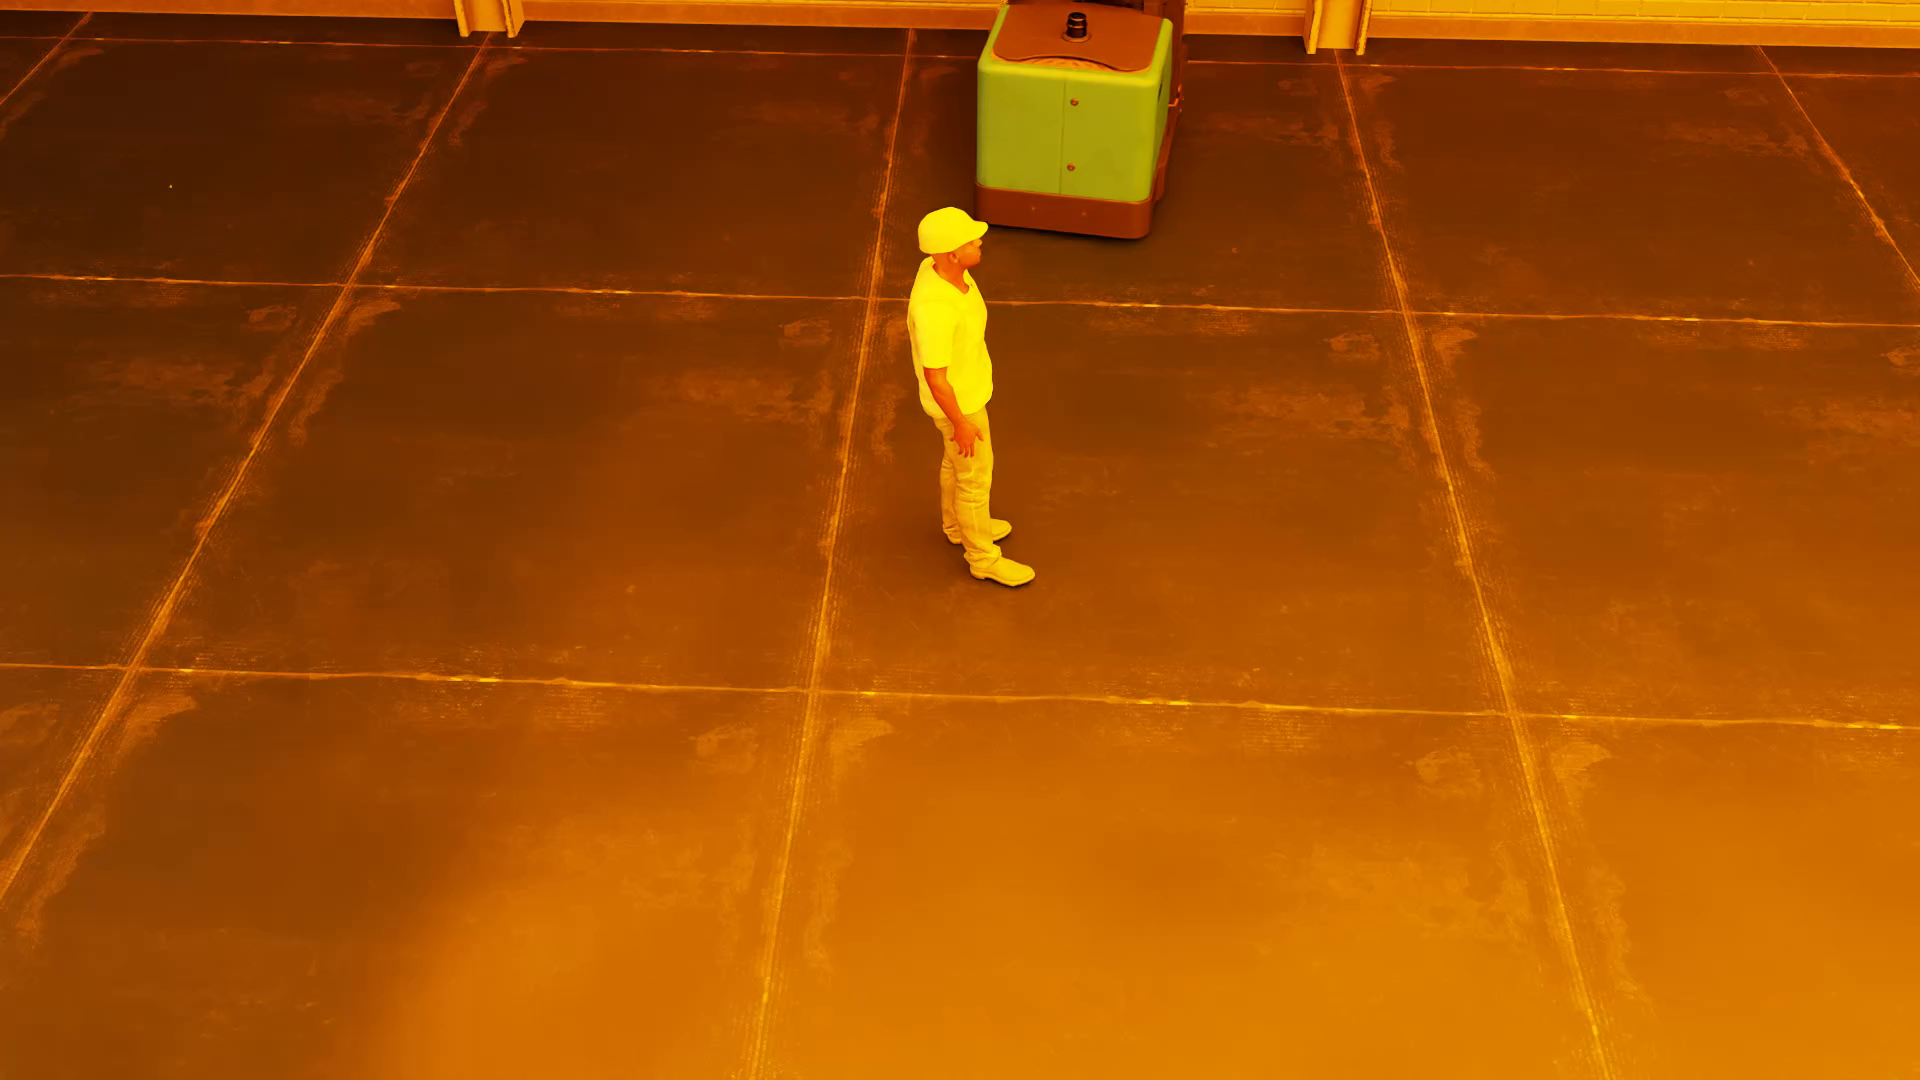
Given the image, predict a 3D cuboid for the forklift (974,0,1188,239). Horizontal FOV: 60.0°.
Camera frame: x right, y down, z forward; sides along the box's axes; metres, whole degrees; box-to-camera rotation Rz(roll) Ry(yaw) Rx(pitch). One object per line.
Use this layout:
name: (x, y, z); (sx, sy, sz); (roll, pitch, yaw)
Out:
forklift: (0.878, -3.849, 9.959); (1.130, 2.935, 3.031); (8, 43, 8)

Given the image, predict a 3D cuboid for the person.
person: (0.070, -0.652, 7.309); (0.575, 1.768, 0.665); (2, 42, 2)
